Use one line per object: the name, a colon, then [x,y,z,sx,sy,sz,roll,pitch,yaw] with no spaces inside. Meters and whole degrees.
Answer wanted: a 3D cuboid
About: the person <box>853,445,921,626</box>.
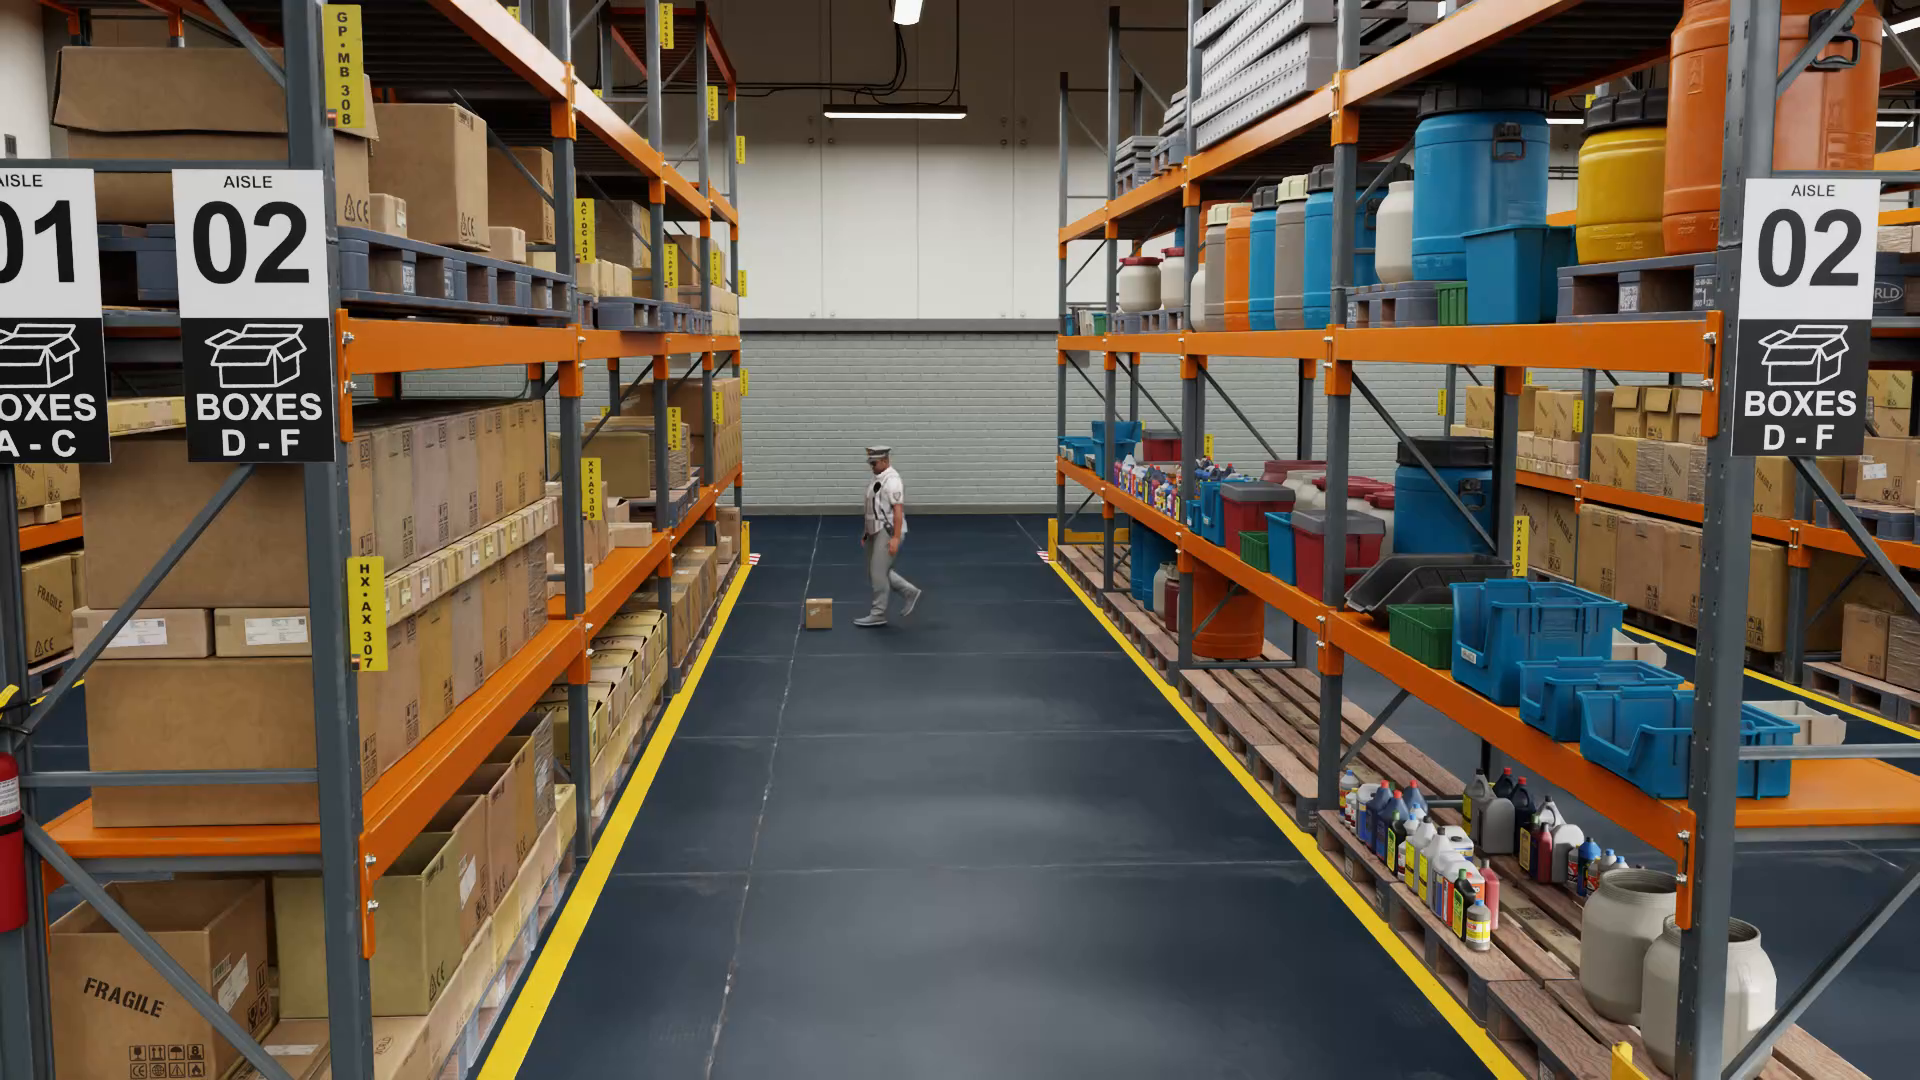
person: [-0.694,-0.053,16.077,0.725,1.735,0.548,-2,7,-18]
